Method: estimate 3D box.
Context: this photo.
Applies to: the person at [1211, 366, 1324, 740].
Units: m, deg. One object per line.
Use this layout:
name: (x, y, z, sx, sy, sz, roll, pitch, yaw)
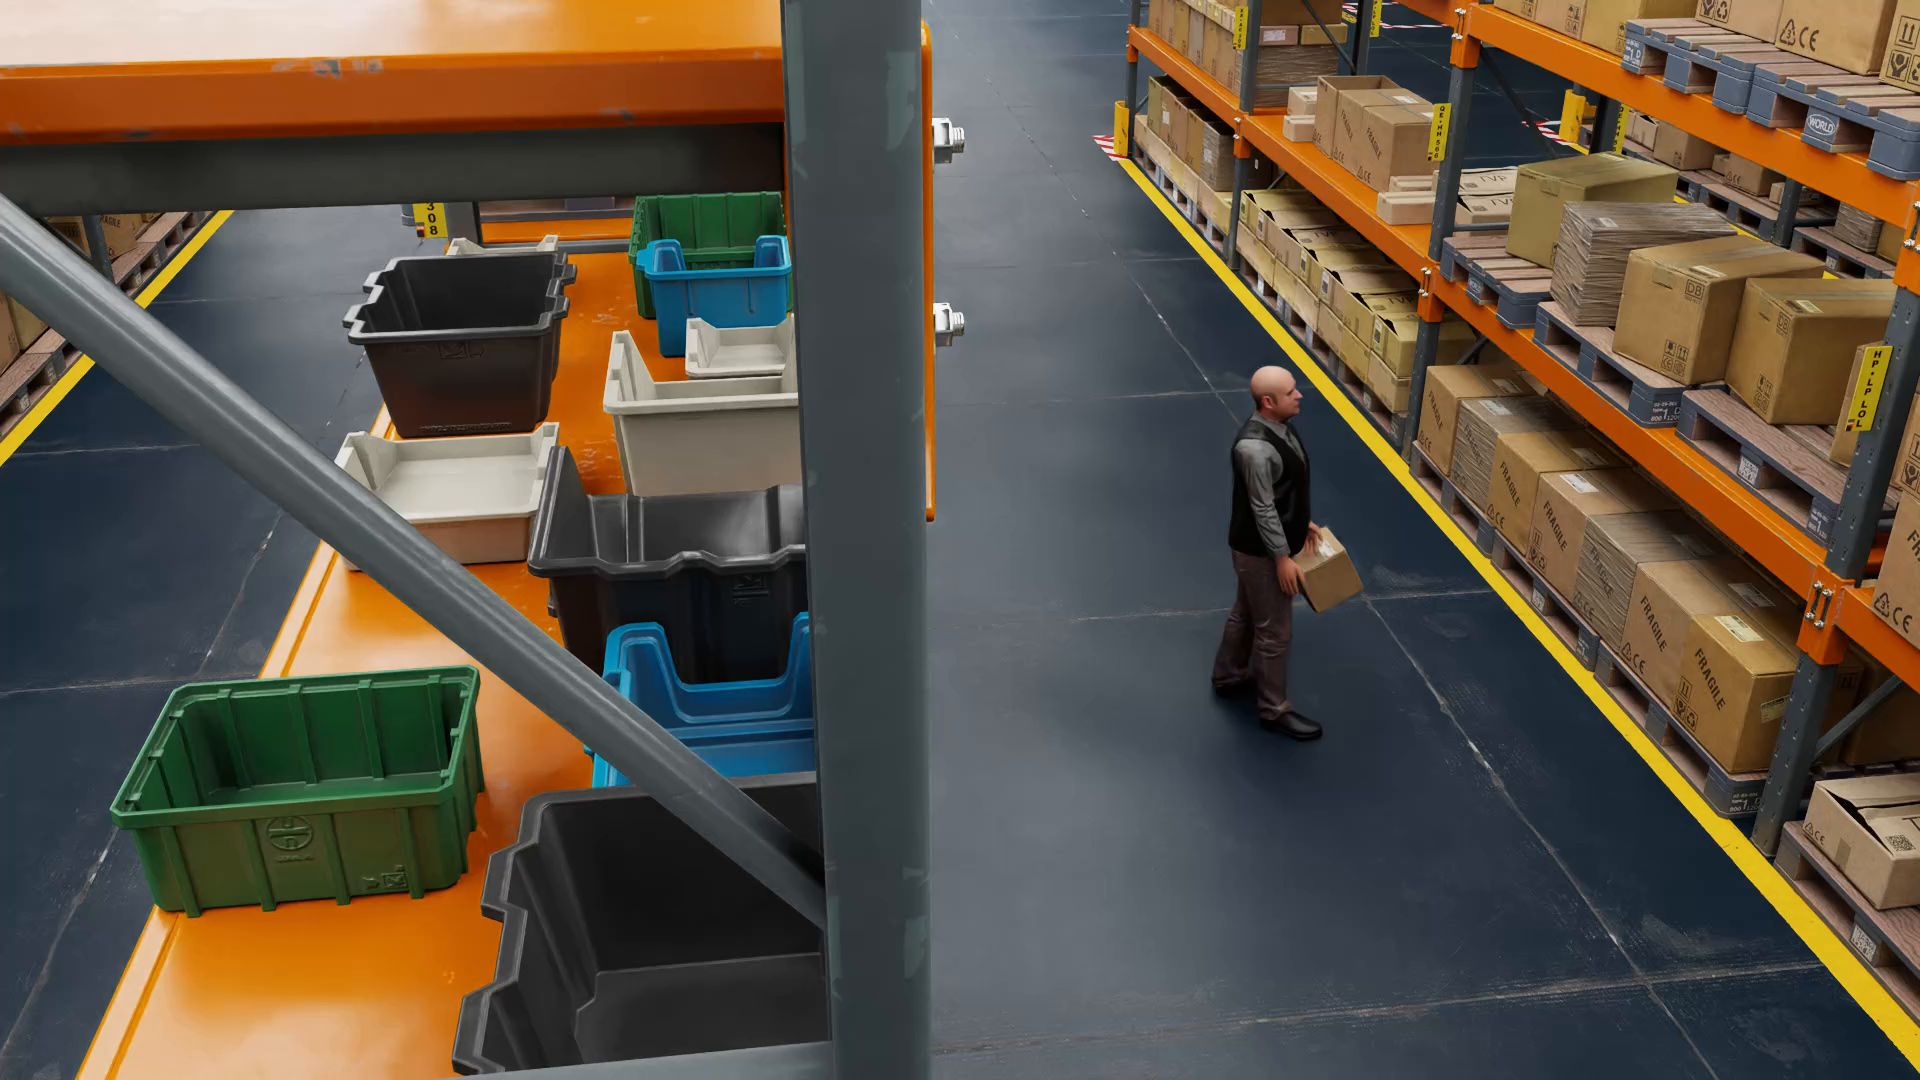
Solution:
person: (1.469, 0.038, 7.565, 0.567, 1.724, 0.582, 8, 28, 16)
